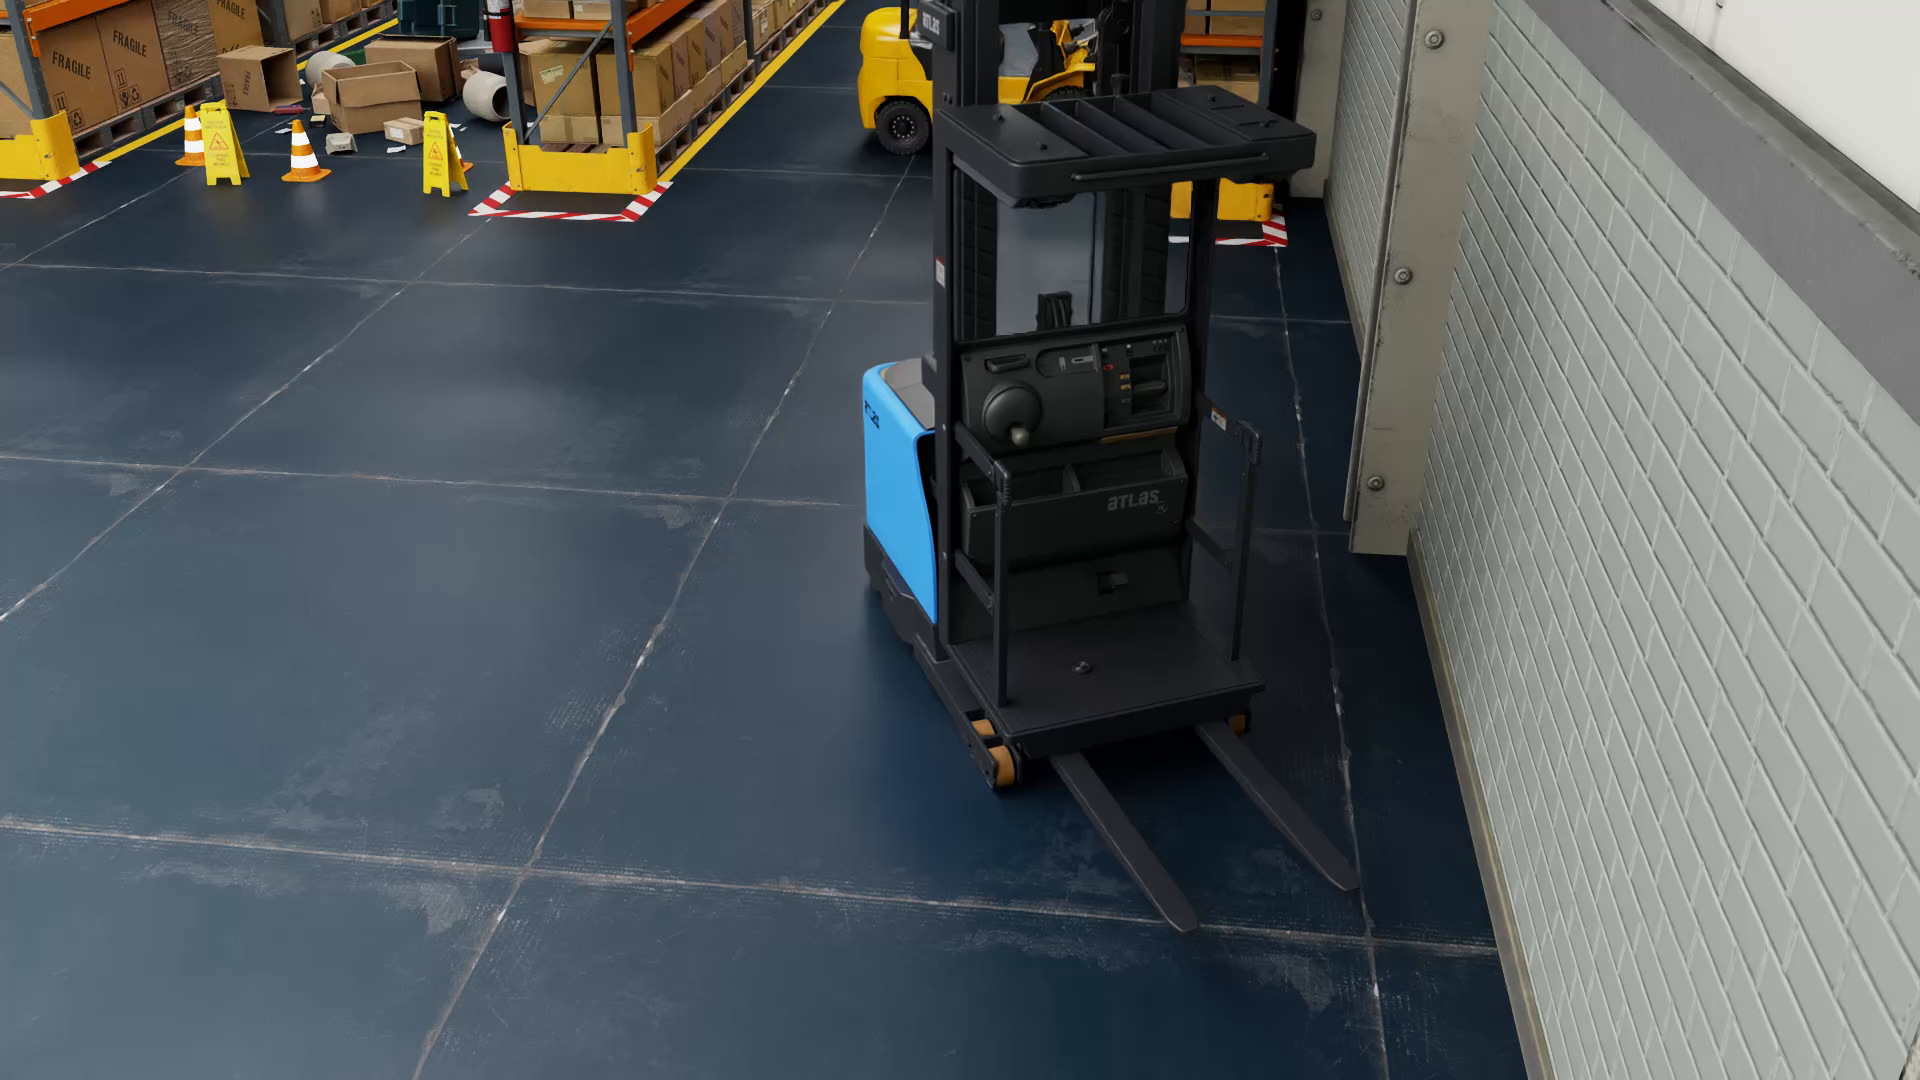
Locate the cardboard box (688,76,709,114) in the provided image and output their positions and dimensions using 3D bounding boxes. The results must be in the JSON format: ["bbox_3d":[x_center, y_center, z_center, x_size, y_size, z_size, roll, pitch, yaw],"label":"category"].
[{"bbox_3d":[-2.590,-4.016,14.999,0.500,0.250,0.500,5,29,10],"label":"cardboard box"}]

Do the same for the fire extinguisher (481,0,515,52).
[{"bbox_3d":[-3.559,-4.120,12.816,0.296,0.674,0.183,3,28,6],"label":"fire extinguisher"}]

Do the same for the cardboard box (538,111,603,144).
[{"bbox_3d":[-3.252,-3.563,14.157,0.500,0.250,0.500,3,28,6],"label":"cardboard box"}]

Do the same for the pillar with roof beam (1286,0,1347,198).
[{"bbox_3d":[-1.453,-7.061,11.868,9.100,9.000,0.400,3,28,6],"label":"pillar with roof beam"}]

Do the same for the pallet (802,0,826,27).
[{"bbox_3d":[-2.204,-6.351,19.817,1.003,0.211,1.213,3,28,6],"label":"pallet"}]

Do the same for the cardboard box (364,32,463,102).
[{"bbox_3d":[-5.279,-4.556,16.034,0.797,0.637,0.503,3,28,6],"label":"cardboard box"}]

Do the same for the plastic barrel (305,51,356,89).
[{"bbox_3d":[-6.139,-4.547,16.243,0.421,0.421,0.512,-24,36,-37],"label":"plastic barrel"}]

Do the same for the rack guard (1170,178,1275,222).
[{"bbox_3d":[1.836,-2.782,12.888,1.175,0.500,0.348,3,28,6],"label":"rack guard"}]

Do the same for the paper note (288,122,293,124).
[{"bbox_3d":[-6.179,-3.877,15.437,0.032,0.001,0.123,20,34,32],"label":"paper note"}]

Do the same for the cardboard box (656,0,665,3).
[{"bbox_3d":[-2.634,-4.575,13.844,0.380,0.149,0.250,4,29,7],"label":"cardboard box"}]

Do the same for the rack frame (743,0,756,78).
[{"bbox_3d":[-2.597,-6.064,16.343,1.000,3.000,0.127,3,28,6],"label":"rack frame"}]

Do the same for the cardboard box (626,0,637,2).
[{"bbox_3d":[-2.754,-4.563,13.138,0.500,0.500,0.500,3,28,5],"label":"cardboard box"}]

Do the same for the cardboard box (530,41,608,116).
[{"bbox_3d":[-3.248,-3.878,13.951,0.500,0.500,0.500,4,29,7],"label":"cardboard box"}]

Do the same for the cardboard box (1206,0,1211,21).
[{"bbox_3d":[2.217,-4.402,13.153,0.500,0.500,0.500,4,29,8],"label":"cardboard box"}]

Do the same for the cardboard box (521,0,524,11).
[{"bbox_3d":[-3.333,-4.385,13.491,0.380,0.149,0.250,3,28,6],"label":"cardboard box"}]

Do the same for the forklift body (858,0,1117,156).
[{"bbox_3d":[0.261,-4.519,14.371,2.313,2.155,1.214,3,28,6],"label":"forklift body"}]

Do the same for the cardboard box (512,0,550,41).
[{"bbox_3d":[-4.368,-5.386,16.922,0.500,0.500,0.500,3,28,6],"label":"cardboard box"}]

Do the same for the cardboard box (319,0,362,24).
[{"bbox_3d":[-7.414,-6.250,18.617,1.050,0.750,0.750,3,28,6],"label":"cardboard box"}]

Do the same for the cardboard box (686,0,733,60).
[{"bbox_3d":[-2.464,-4.835,15.727,0.500,0.500,0.500,4,29,7],"label":"cardboard box"}]

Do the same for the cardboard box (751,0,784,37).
[{"bbox_3d":[-2.451,-5.677,17.954,0.950,0.372,0.625,5,29,9],"label":"cardboard box"}]

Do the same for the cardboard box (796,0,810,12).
[{"bbox_3d":[-2.269,-6.362,19.223,0.950,0.372,0.625,3,28,5],"label":"cardboard box"}]

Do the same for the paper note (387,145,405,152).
[{"bbox_3d":[-4.947,-3.434,14.593,0.148,0.019,0.142,-6,29,-11],"label":"paper note"}]

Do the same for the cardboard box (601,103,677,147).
[{"bbox_3d":[-2.714,-3.519,14.076,0.500,0.250,0.500,3,28,6],"label":"cardboard box"}]

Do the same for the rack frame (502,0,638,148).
[{"bbox_3d":[-3.087,-4.181,12.848,1.000,3.000,0.127,3,28,6],"label":"rack frame"}]

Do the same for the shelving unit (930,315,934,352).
[{"bbox_3d":[0.020,-0.607,8.112,0.258,1.200,0.503,3,28,6],"label":"shelving unit"}]

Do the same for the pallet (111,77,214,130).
[{"bbox_3d":[-7.840,-4.147,15.725,1.003,0.211,1.213,3,28,6],"label":"pallet"}]

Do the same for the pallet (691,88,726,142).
[{"bbox_3d":[-2.792,-3.942,15.345,1.003,0.211,1.213,3,28,6],"label":"pallet"}]

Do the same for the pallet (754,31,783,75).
[{"bbox_3d":[-2.503,-5.203,17.685,1.003,0.211,1.213,3,28,6],"label":"pallet"}]

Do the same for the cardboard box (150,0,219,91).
[{"bbox_3d":[-7.776,-4.837,15.863,0.875,0.875,0.875,4,29,7],"label":"cardboard box"}]

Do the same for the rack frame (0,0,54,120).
[{"bbox_3d":[-8.013,-4.421,13.294,1.000,3.000,0.127,3,28,6],"label":"rack frame"}]

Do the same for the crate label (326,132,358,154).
[{"bbox_3d":[-5.424,-3.476,14.558,0.250,0.136,0.298,-11,30,-20],"label":"crate label"}]

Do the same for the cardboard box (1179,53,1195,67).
[{"bbox_3d":[1.643,-3.784,13.514,0.500,0.250,0.500,4,29,7],"label":"cardboard box"}]

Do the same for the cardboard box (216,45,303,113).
[{"bbox_3d":[-6.694,-4.414,15.914,0.500,0.500,0.500,8,29,15],"label":"cardboard box"}]

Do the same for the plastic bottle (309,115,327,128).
[{"bbox_3d":[-5.940,-3.883,15.392,0.133,0.061,0.283,-6,29,-11],"label":"plastic bottle"}]

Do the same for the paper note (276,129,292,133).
[{"bbox_3d":[-6.141,-3.733,15.149,0.144,0.017,0.142,14,31,24],"label":"paper note"}]

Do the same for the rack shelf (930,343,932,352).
[{"bbox_3d":[0.020,-0.953,7.925,0.258,0.148,0.480,3,28,6],"label":"rack shelf"}]

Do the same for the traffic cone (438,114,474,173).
[{"bbox_3d":[-4.315,-3.341,13.965,0.336,0.463,0.334,3,28,6],"label":"traffic cone"}]

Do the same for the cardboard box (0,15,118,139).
[{"bbox_3d":[-7.995,-3.994,14.298,0.875,0.875,0.875,4,29,6],"label":"cardboard box"}]

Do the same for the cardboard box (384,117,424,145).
[{"bbox_3d":[-4.932,-3.660,14.887,0.380,0.149,0.250,20,34,32],"label":"cardboard box"}]

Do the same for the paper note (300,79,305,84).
[{"bbox_3d":[-6.706,-4.628,16.808,0.147,0.020,0.142,-17,33,-29],"label":"paper note"}]

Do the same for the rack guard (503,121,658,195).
[{"bbox_3d":[-3.078,-3.116,13.507,1.175,0.500,0.348,3,28,6],"label":"rack guard"}]

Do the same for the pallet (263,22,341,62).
[{"bbox_3d":[-7.503,-5.444,18.132,1.003,0.211,1.213,3,28,6],"label":"pallet"}]

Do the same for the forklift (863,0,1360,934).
[{"bbox_3d":[0.526,-0.546,6.173,1.130,2.935,3.031,-10,30,-17],"label":"forklift"}]

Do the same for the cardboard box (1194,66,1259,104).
[{"bbox_3d":[2.086,-3.524,13.031,0.500,0.250,0.500,3,28,5],"label":"cardboard box"}]

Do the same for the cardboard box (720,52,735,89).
[{"bbox_3d":[-2.458,-4.493,15.884,0.500,0.250,0.500,3,28,5],"label":"cardboard box"}]

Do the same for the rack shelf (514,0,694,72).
[{"bbox_3d":[-2.842,-4.806,14.766,1.077,0.370,4.000,3,28,6],"label":"rack shelf"}]

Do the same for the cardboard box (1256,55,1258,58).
[{"bbox_3d":[2.216,-3.994,13.903,0.500,0.250,0.500,3,28,6],"label":"cardboard box"}]

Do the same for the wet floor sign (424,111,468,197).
[{"bbox_3d":[-4.173,-3.117,13.356,0.267,0.644,0.232,14,31,24],"label":"wet floor sign"}]

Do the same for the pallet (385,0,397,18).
[{"bbox_3d":[-7.204,-6.592,20.264,1.003,0.211,1.213,3,28,6],"label":"pallet"}]

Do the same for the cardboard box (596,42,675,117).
[{"bbox_3d":[-2.712,-3.860,13.918,0.500,0.500,0.500,2,28,4],"label":"cardboard box"}]

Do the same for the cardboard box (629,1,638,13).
[{"bbox_3d":[-2.824,-4.338,13.404,0.380,0.149,0.250,4,29,7],"label":"cardboard box"}]

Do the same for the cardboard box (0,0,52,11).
[{"bbox_3d":[-8.012,-4.664,13.587,0.875,0.550,0.550,3,28,6],"label":"cardboard box"}]

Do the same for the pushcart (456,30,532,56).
[{"bbox_3d":[-4.866,-5.018,17.167,1.648,0.377,0.936,-6,29,-11],"label":"pushcart"}]

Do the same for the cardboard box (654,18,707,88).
[{"bbox_3d":[-2.583,-4.342,14.813,0.500,0.500,0.500,4,29,7],"label":"cardboard box"}]
